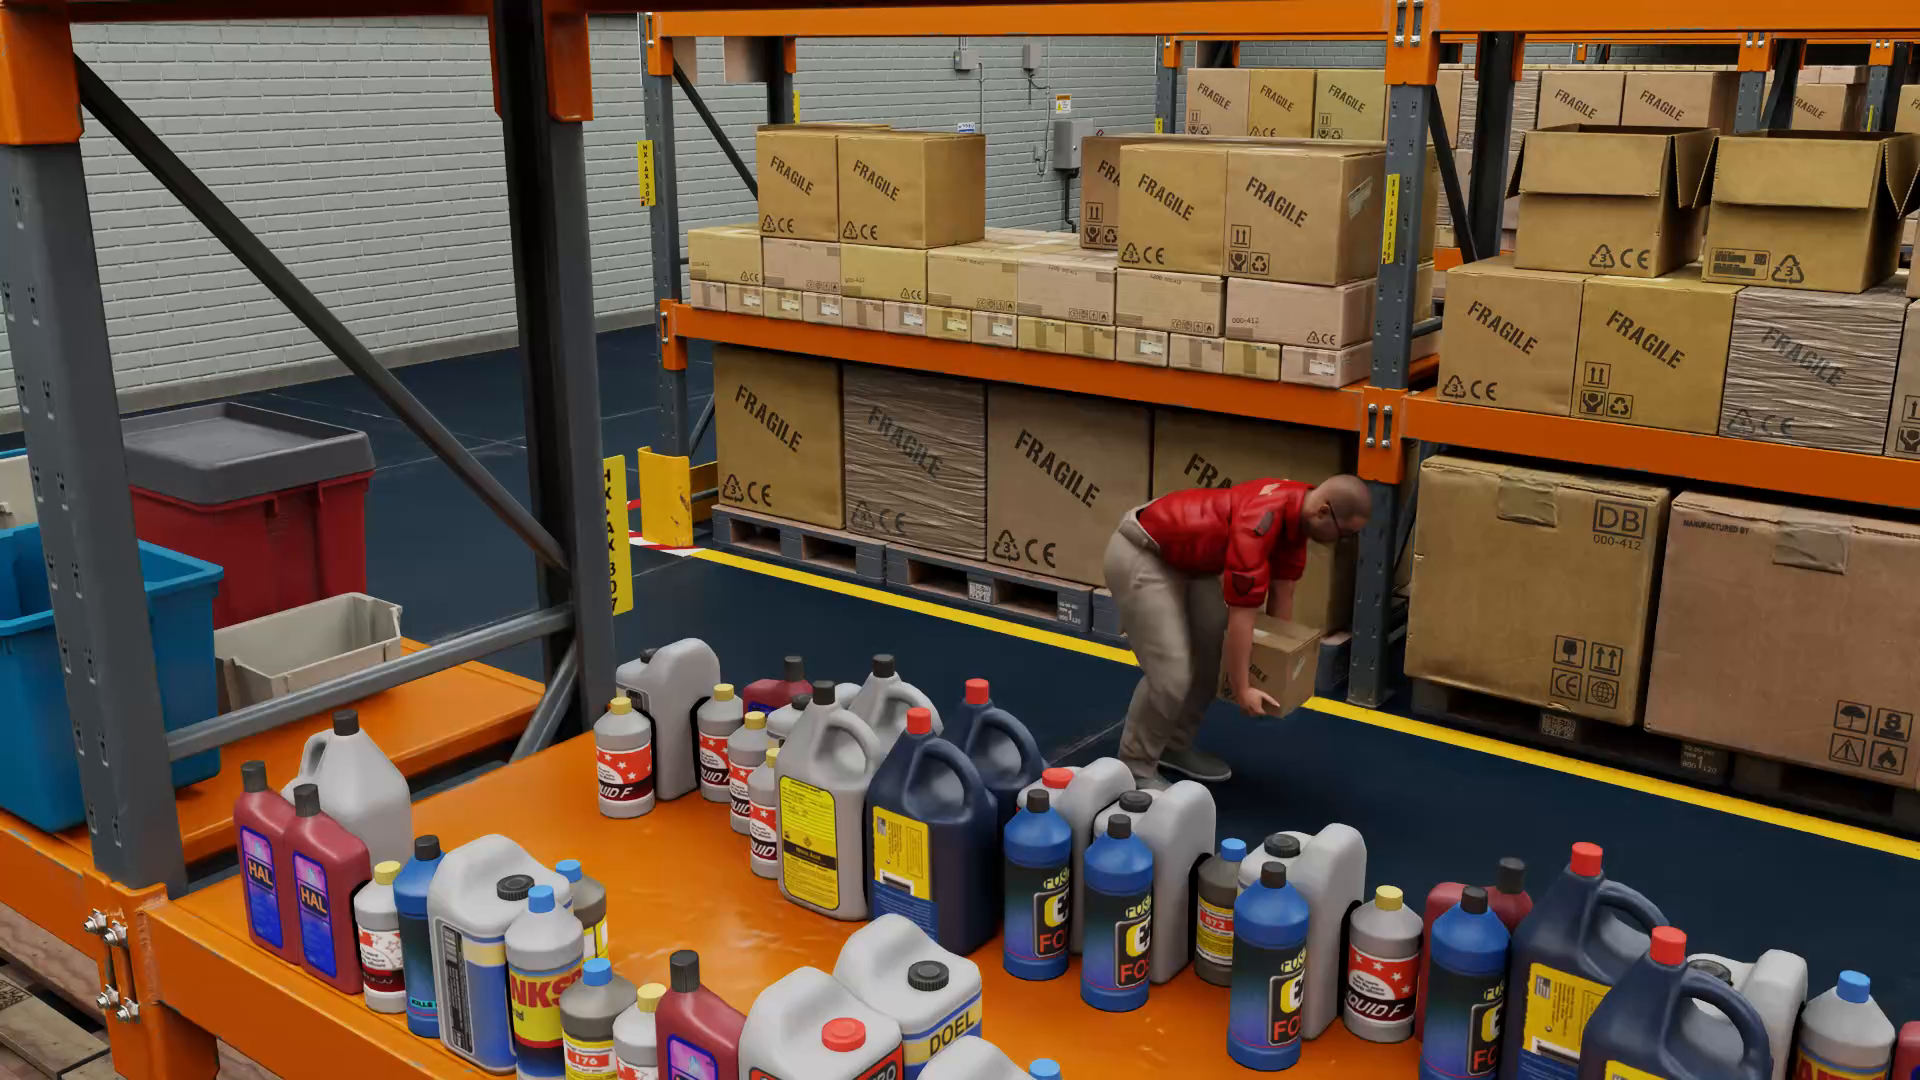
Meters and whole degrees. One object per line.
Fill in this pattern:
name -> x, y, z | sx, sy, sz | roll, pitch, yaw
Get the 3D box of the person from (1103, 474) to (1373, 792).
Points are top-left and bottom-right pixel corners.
person -> 0.948, 0.332, 5.797 | 0.925, 1.250, 0.483 | 11, 20, 33
